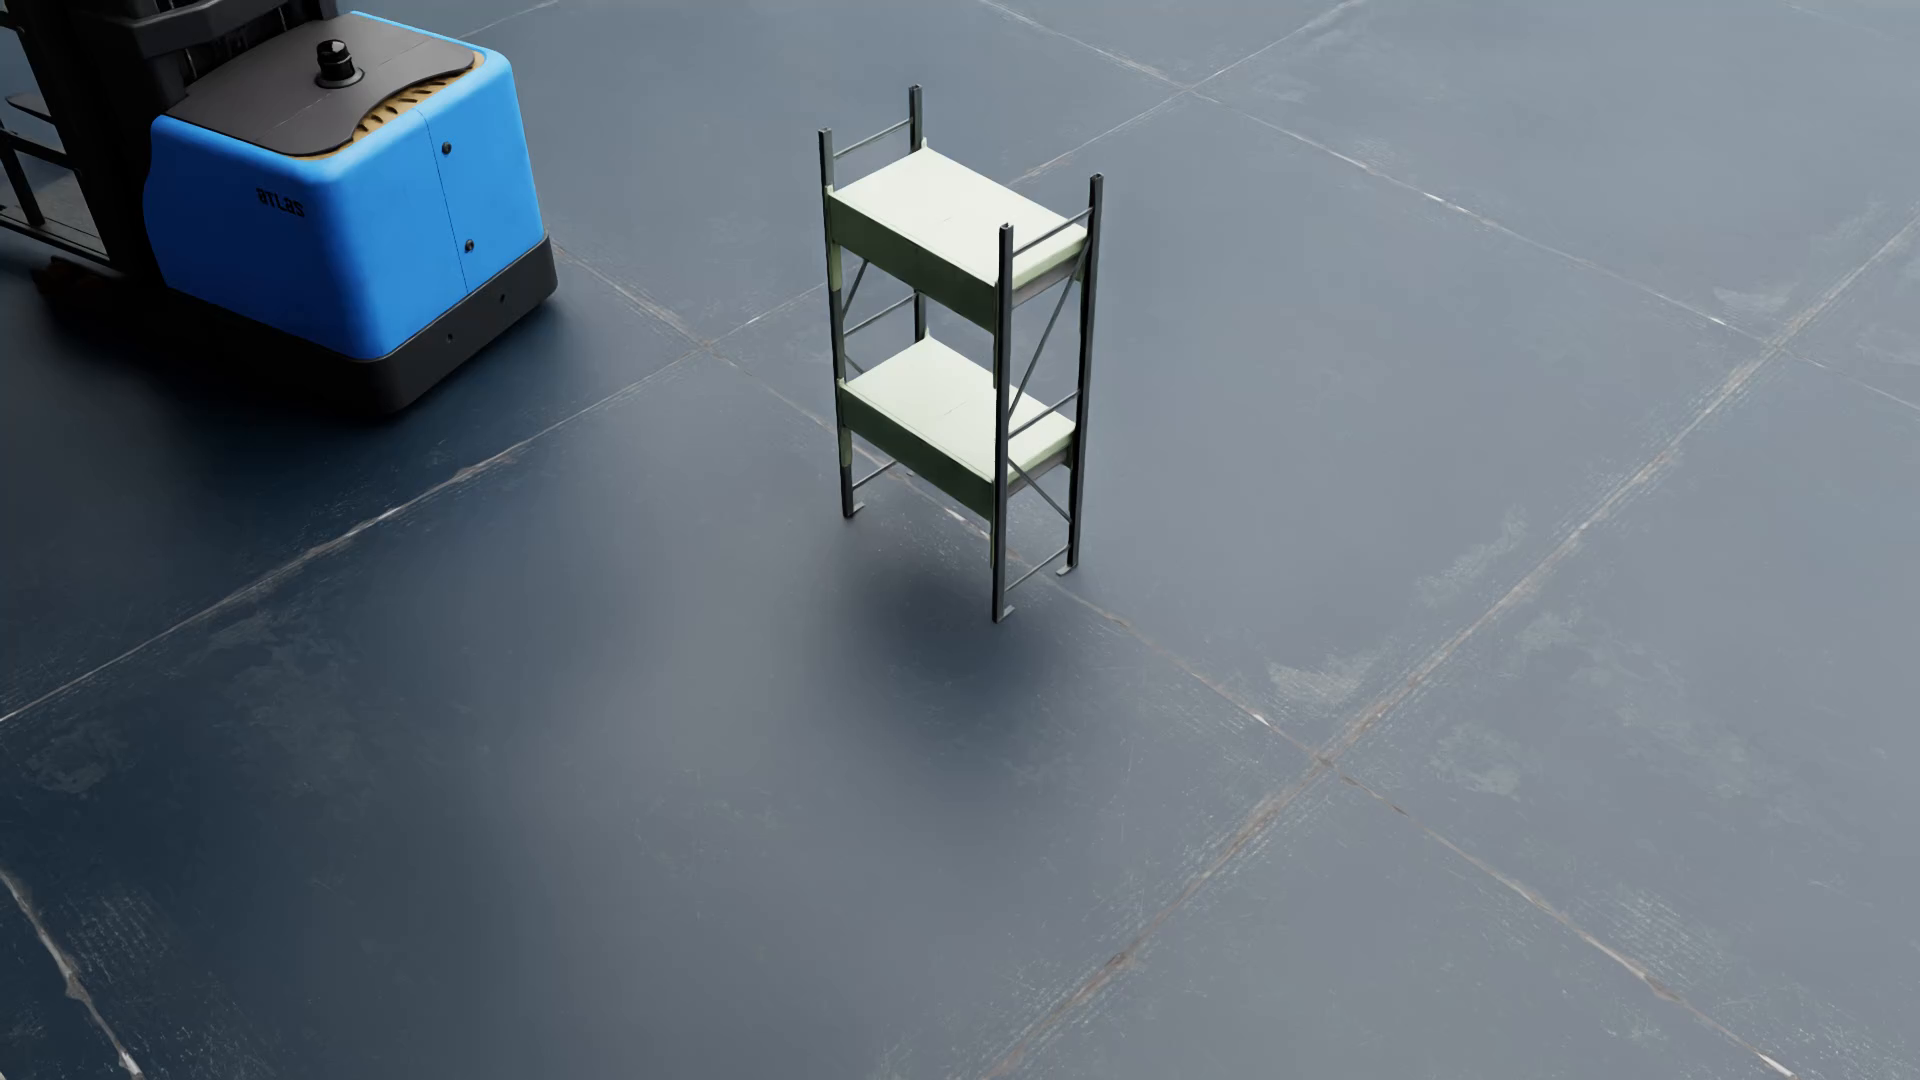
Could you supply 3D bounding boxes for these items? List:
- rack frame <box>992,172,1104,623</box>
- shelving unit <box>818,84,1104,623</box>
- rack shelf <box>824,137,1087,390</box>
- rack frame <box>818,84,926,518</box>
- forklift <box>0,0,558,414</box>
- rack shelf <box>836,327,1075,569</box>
[{"bbox_3d":[0.254,-0.378,5.054,0.400,1.500,0.023,-34,53,-31],"label":"rack frame"},{"bbox_3d":[-0.005,-0.554,5.244,0.431,1.500,0.755,-34,53,-31],"label":"shelving unit"},{"bbox_3d":[-0.005,-0.841,4.980,0.431,0.370,0.720,-34,53,-31],"label":"rack shelf"},{"bbox_3d":[-0.263,-0.730,5.435,0.400,1.500,0.023,-34,53,-31],"label":"rack frame"},{"bbox_3d":[-3.176,-2.270,6.047,3.031,2.935,1.130,21,47,21],"label":"forklift"},{"bbox_3d":[-0.005,-0.315,5.466,0.431,0.370,0.720,-34,53,-31],"label":"rack shelf"}]
